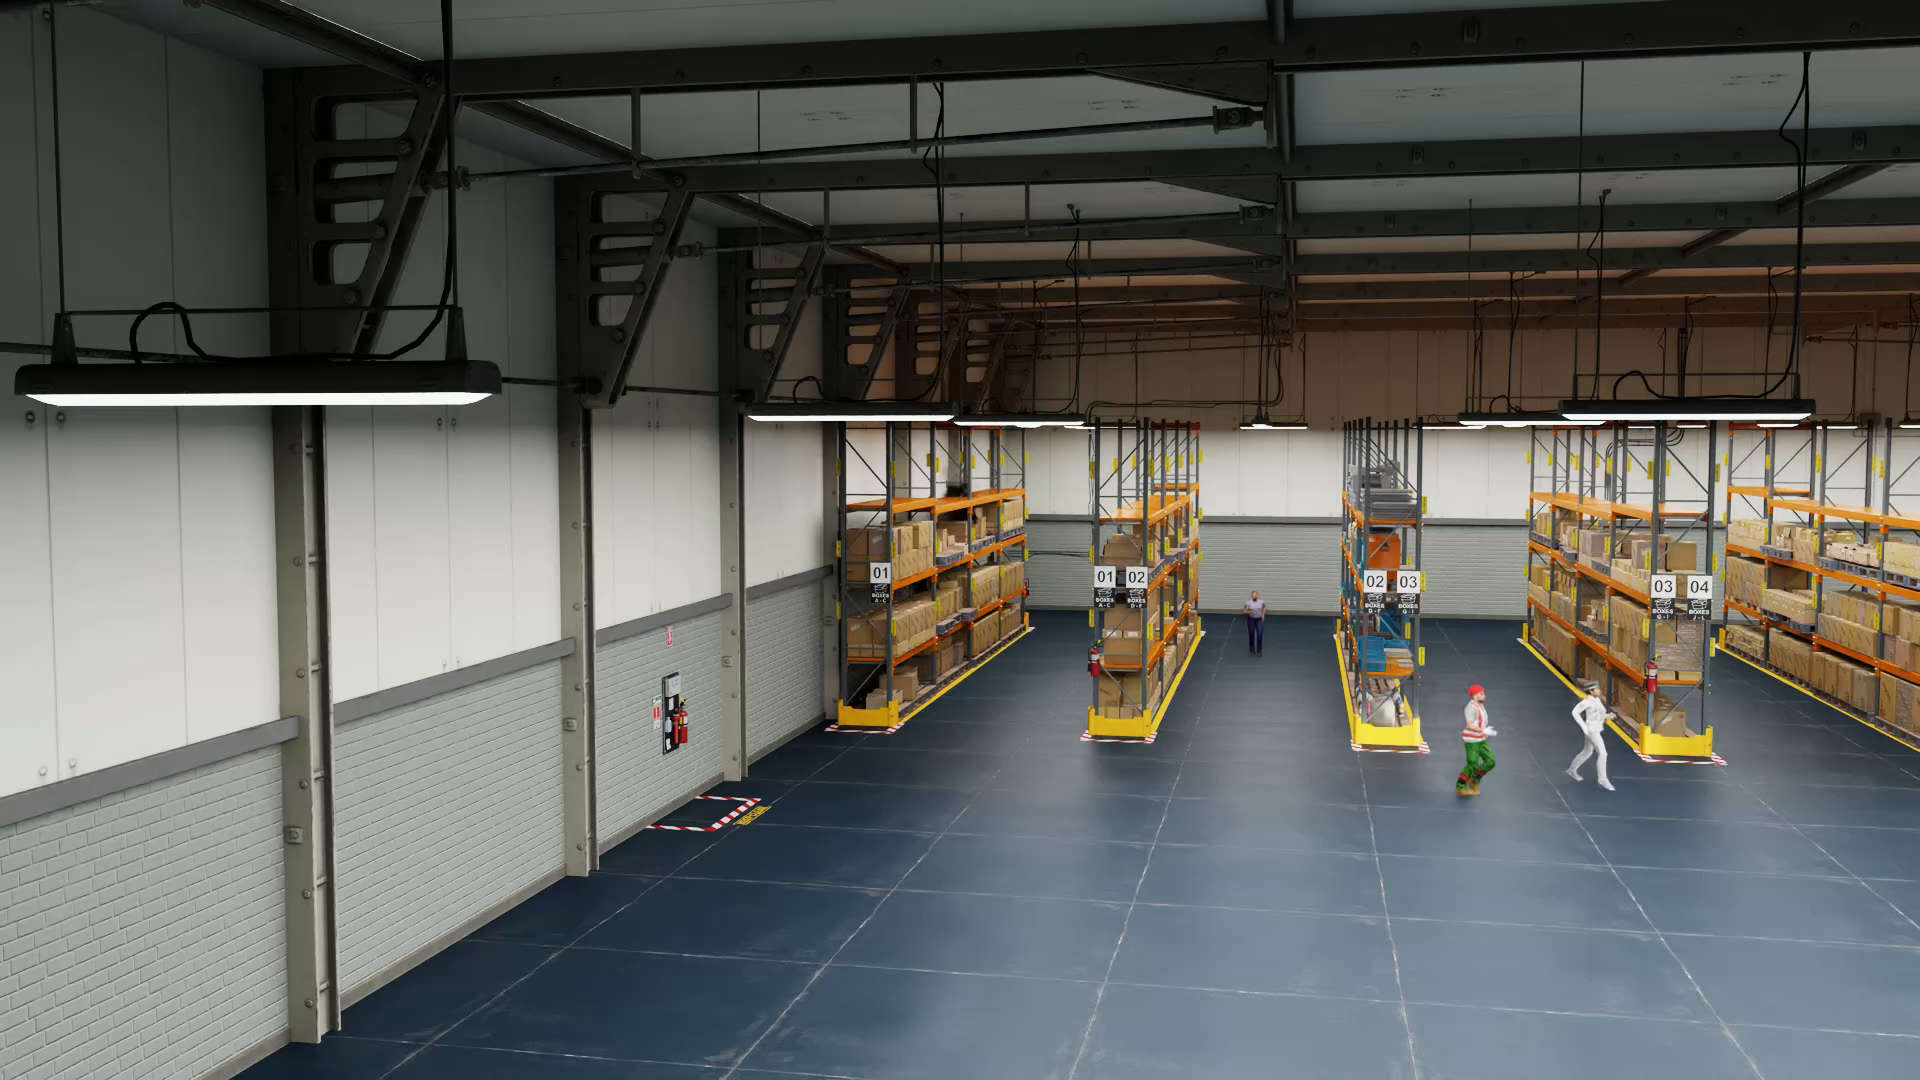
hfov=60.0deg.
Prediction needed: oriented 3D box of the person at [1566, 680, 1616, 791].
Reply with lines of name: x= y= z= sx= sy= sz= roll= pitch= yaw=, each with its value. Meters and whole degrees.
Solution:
person: x=10.196 y=3.125 z=26.830 sx=0.791 sy=1.741 sz=0.587 roll=3 pitch=5 yaw=35

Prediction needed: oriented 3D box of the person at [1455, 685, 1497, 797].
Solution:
person: x=8.118 y=3.152 z=26.031 sx=0.676 sy=1.785 sz=0.686 roll=3 pitch=5 yaw=39

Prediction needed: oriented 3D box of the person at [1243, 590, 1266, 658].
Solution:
person: x=7.553 y=2.145 z=42.635 sx=0.593 sy=1.692 sz=0.816 roll=0 pitch=4 yaw=6
